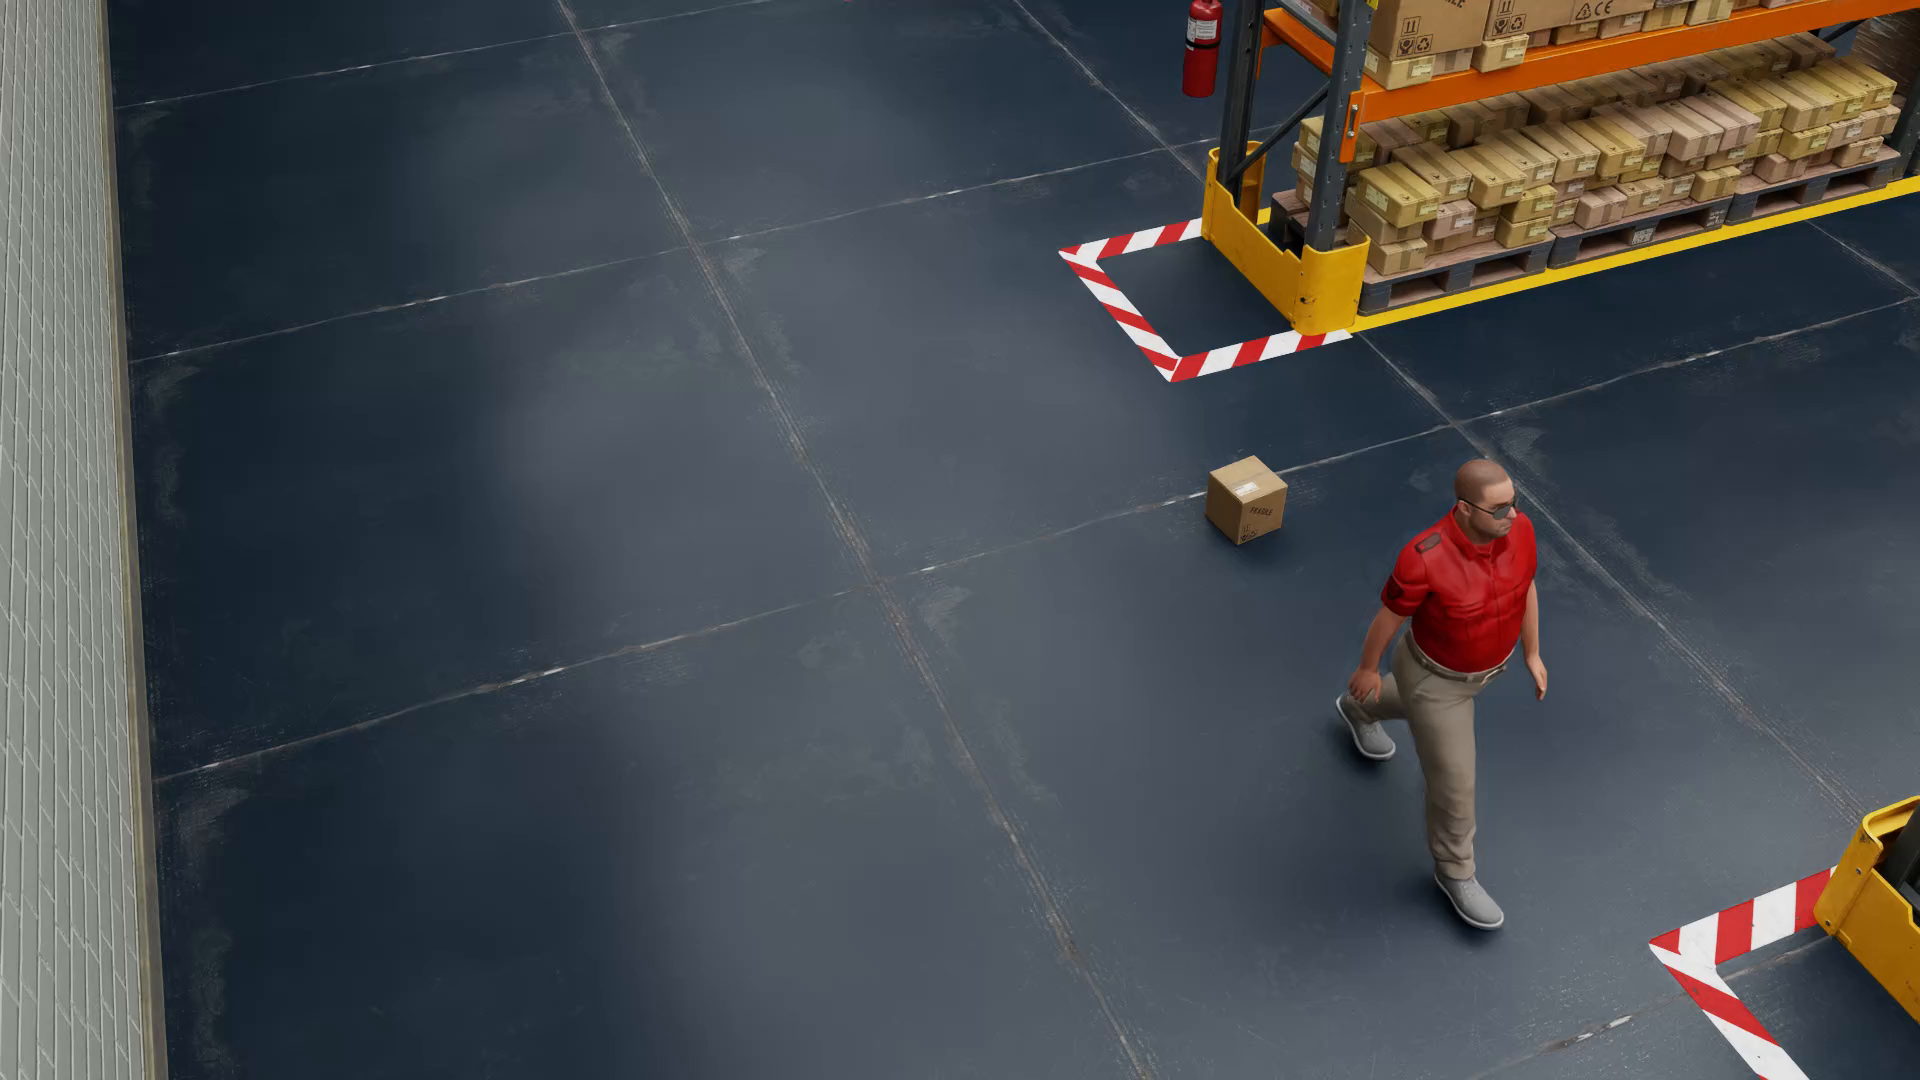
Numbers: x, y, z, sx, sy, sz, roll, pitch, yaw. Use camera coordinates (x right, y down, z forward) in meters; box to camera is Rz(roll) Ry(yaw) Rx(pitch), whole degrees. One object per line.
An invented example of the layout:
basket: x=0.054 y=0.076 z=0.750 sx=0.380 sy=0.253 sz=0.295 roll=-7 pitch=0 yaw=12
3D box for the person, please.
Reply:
person: x=1.711 y=0.428 z=5.696 sx=0.568 sy=1.668 sz=1.072 roll=-24 pitch=47 yaw=-25
